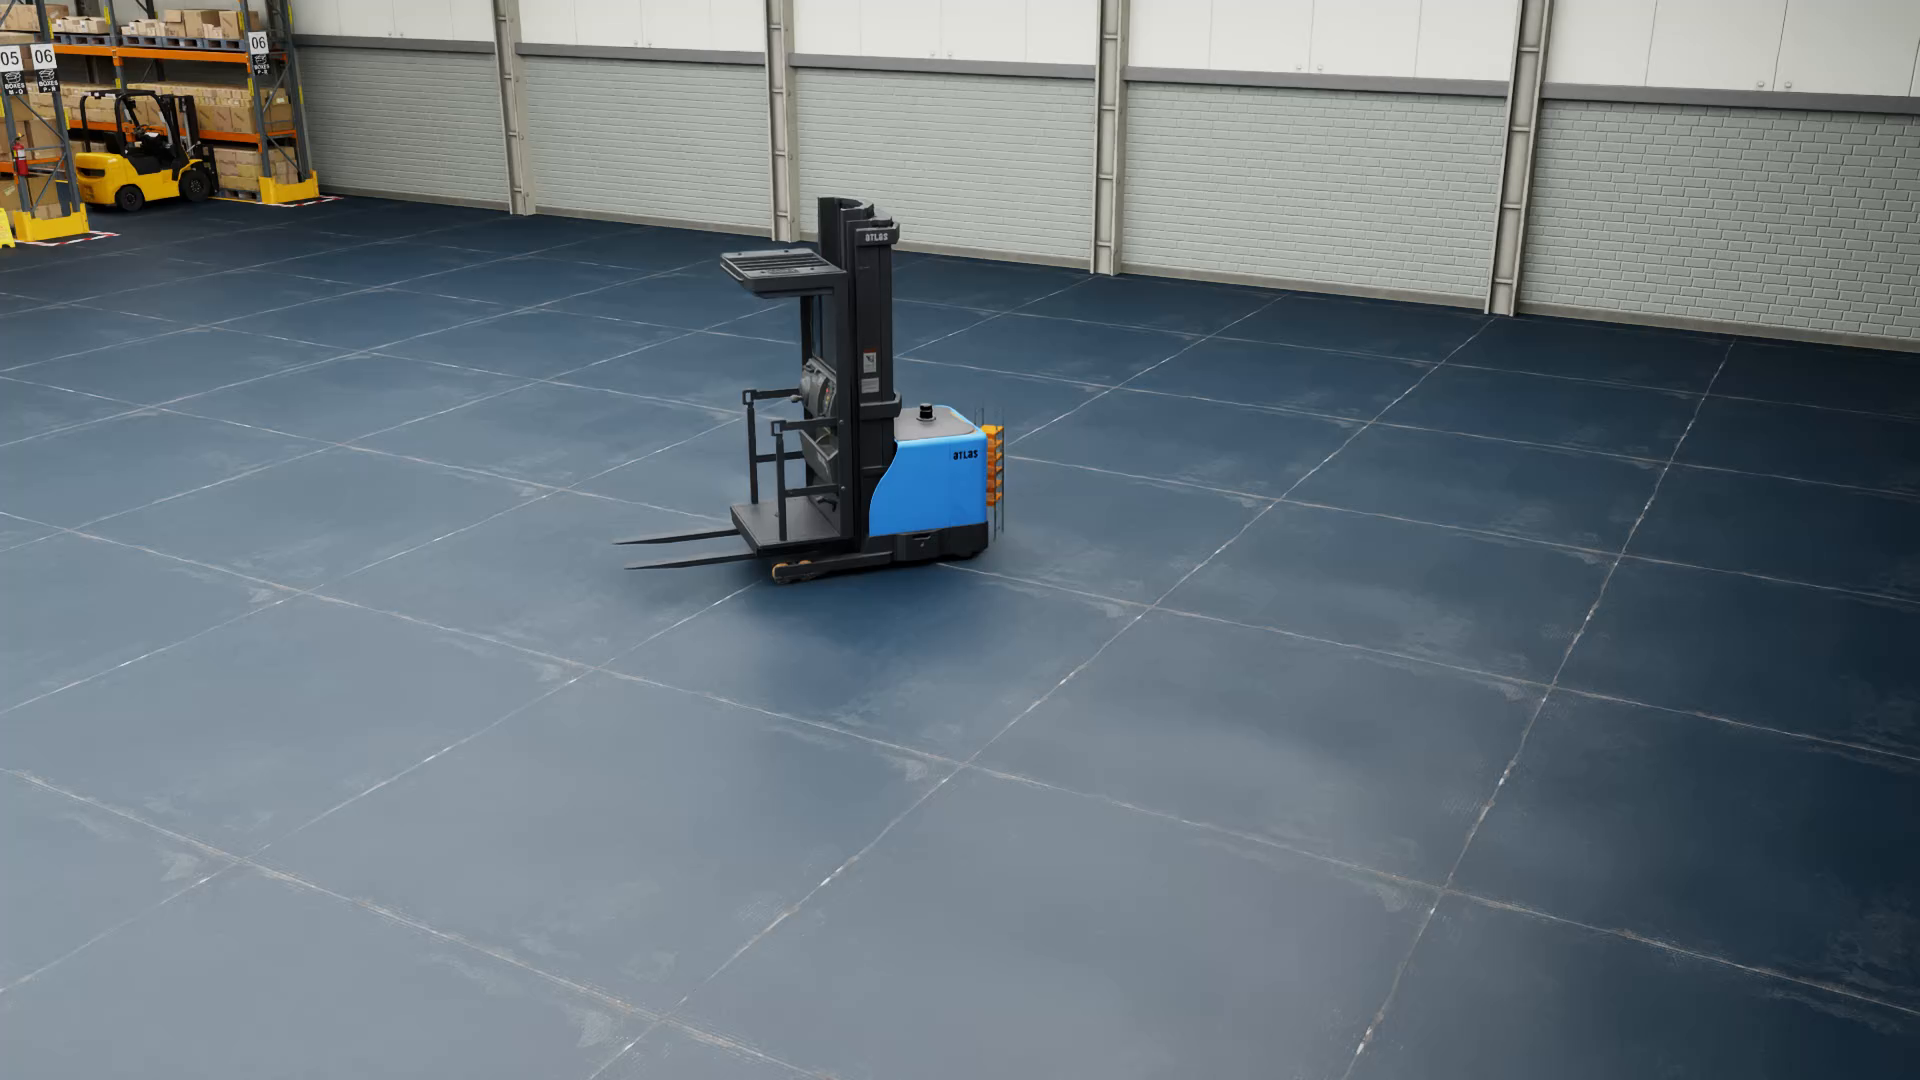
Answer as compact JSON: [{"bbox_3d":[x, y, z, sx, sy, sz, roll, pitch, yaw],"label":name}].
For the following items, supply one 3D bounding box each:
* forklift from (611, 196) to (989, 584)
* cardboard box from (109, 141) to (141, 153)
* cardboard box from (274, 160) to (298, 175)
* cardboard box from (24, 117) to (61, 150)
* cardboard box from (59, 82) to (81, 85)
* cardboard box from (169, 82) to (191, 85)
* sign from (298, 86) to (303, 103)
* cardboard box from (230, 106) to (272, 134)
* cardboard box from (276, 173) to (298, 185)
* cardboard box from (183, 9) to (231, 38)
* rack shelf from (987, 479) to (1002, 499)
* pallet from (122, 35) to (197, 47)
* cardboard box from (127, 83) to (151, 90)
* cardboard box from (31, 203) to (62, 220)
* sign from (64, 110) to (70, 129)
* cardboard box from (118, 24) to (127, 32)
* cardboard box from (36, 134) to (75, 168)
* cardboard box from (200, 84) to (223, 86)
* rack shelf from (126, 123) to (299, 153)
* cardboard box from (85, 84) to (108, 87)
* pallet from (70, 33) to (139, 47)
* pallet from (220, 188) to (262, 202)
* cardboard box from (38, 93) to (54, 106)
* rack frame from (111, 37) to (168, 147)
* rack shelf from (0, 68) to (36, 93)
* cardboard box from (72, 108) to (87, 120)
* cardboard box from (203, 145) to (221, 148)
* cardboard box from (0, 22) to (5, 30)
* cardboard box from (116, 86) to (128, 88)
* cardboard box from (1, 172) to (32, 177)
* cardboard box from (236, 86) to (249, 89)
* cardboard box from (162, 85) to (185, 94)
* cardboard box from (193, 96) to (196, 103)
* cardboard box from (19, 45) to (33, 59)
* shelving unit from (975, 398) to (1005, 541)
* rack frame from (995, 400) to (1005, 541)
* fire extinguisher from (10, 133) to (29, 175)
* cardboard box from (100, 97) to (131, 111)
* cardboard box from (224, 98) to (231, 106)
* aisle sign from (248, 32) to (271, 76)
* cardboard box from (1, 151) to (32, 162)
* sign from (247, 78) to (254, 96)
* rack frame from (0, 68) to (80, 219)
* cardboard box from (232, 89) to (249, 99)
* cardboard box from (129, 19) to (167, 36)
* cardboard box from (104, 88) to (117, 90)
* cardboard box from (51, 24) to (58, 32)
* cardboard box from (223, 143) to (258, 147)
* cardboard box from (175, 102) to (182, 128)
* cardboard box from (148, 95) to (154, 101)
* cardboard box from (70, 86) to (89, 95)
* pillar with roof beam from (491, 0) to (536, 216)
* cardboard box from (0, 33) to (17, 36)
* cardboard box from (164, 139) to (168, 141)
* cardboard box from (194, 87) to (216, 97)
[{"bbox_3d":[-1.334,-1.227,13.449,3.031,2.935,1.130,-7,21,-19],"label":"forklift"},{"bbox_3d":[-17.238,-7.996,34.875,0.625,0.625,0.875,12,23,30],"label":"cardboard box"},{"bbox_3d":[-13.594,-7.446,33.176,0.500,0.250,0.500,11,23,28],"label":"cardboard box"},{"bbox_3d":[-15.981,-7.036,28.779,0.500,0.500,0.500,10,22,26],"label":"cardboard box"},{"bbox_3d":[-19.159,-9.763,35.782,0.250,0.149,0.380,10,22,26],"label":"cardboard box"},{"bbox_3d":[-15.915,-9.266,33.975,0.250,0.149,0.380,11,22,27],"label":"cardboard box"},{"bbox_3d":[-13.009,-8.774,32.769,0.005,0.325,0.100,11,23,27],"label":"sign"},{"bbox_3d":[-13.843,-8.217,32.471,0.500,0.500,0.500,10,22,26],"label":"cardboard box"},{"bbox_3d":[-13.619,-7.211,33.261,0.500,0.250,0.500,11,23,28],"label":"cardboard box"},{"bbox_3d":[-14.636,-10.069,32.415,0.500,0.500,0.700,11,23,28],"label":"cardboard box"},{"bbox_3d":[0.251,-0.447,14.321,0.180,0.103,0.258,6,21,17],"label":"rack shelf"},{"bbox_3d":[-16.020,-10.065,33.445,1.213,0.211,1.003,11,23,27],"label":"pallet"},{"bbox_3d":[-16.644,-9.182,33.744,0.250,0.149,0.380,11,23,28],"label":"cardboard box"},{"bbox_3d":[-16.272,-5.809,29.397,0.500,0.250,0.500,11,22,27],"label":"cardboard box"},{"bbox_3d":[-15.438,-7.256,28.700,0.005,0.325,0.100,11,23,27],"label":"sign"},{"bbox_3d":[-17.422,-10.567,34.305,0.250,0.149,0.380,11,23,27],"label":"cardboard box"},{"bbox_3d":[-19.731,-8.470,36.182,0.625,0.625,0.875,12,23,29],"label":"cardboard box"},{"bbox_3d":[-15.043,-9.086,33.480,0.250,0.149,0.380,12,23,29],"label":"cardboard box"},{"bbox_3d":[-15.031,-8.160,33.517,4.000,0.370,1.077,11,23,27],"label":"rack shelf"},{"bbox_3d":[-18.288,-9.573,35.258,0.250,0.149,0.380,11,23,28],"label":"cardboard box"},{"bbox_3d":[-17.554,-10.294,34.226,1.217,0.209,0.805,10,22,25],"label":"pallet"},{"bbox_3d":[-13.973,-6.970,33.270,1.213,0.211,1.003,11,23,27],"label":"pallet"},{"bbox_3d":[-19.116,-9.338,35.197,0.500,0.250,0.500,10,22,26],"label":"cardboard box"},{"bbox_3d":[-16.777,-8.831,34.312,0.127,3.000,1.000,11,23,27],"label":"rack frame"},{"bbox_3d":[-17.449,-8.092,28.931,4.000,0.370,1.077,11,23,27],"label":"rack shelf"},{"bbox_3d":[-18.205,-8.940,34.832,0.500,0.250,0.500,11,23,28],"label":"cardboard box"},{"bbox_3d":[-15.172,-7.775,33.351,0.500,0.250,0.500,10,22,26],"label":"cardboard box"},{"bbox_3d":[-20.113,-10.893,35.176,0.250,0.166,0.380,11,23,27],"label":"cardboard box"},{"bbox_3d":[-17.406,-9.407,34.802,0.250,0.149,0.380,11,23,27],"label":"cardboard box"},{"bbox_3d":[-16.752,-6.251,29.515,0.500,0.500,0.500,10,22,25],"label":"cardboard box"},{"bbox_3d":[-14.132,-8.916,33.012,0.250,0.149,0.380,11,23,28],"label":"cardboard box"},{"bbox_3d":[-15.730,-9.017,33.289,0.250,0.149,0.380,10,22,26],"label":"cardboard box"},{"bbox_3d":[-15.030,-8.766,33.036,0.250,0.149,0.380,11,22,27],"label":"cardboard box"},{"bbox_3d":[-16.012,-8.330,28.315,0.500,0.250,0.500,10,22,26],"label":"cardboard box"},{"bbox_3d":[0.251,-0.602,14.265,0.189,1.200,0.258,6,21,17],"label":"shelving unit"},{"bbox_3d":[0.338,-0.592,14.238,0.006,1.200,0.240,6,21,17],"label":"rack frame"},{"bbox_3d":[-15.827,-6.495,27.985,0.183,0.674,0.296,11,23,27],"label":"fire extinguisher"},{"bbox_3d":[-17.331,-9.001,34.267,0.500,0.250,0.500,10,22,26],"label":"cardboard box"},{"bbox_3d":[-14.159,-8.587,32.541,0.250,0.149,0.380,11,23,28],"label":"cardboard box"},{"bbox_3d":[-13.371,-9.290,31.763,0.004,0.787,0.394,11,23,27],"label":"aisle sign"},{"bbox_3d":[-16.133,-6.568,28.441,0.250,0.149,0.380,12,23,29],"label":"cardboard box"},{"bbox_3d":[-13.562,-8.662,31.801,0.005,0.325,0.100,11,23,27],"label":"sign"},{"bbox_3d":[-15.703,-6.688,28.402,0.127,3.000,1.000,11,23,27],"label":"rack frame"},{"bbox_3d":[-13.931,-8.686,32.378,0.250,0.149,0.380,11,23,27],"label":"cardboard box"},{"bbox_3d":[-16.170,-10.233,33.145,0.500,0.311,0.500,11,23,28],"label":"cardboard box"},{"bbox_3d":[-17.418,-9.211,34.262,0.250,0.149,0.380,10,22,27],"label":"cardboard box"},{"bbox_3d":[-18.559,-10.588,34.363,0.250,0.149,0.380,10,22,27],"label":"cardboard box"},{"bbox_3d":[-14.482,-7.845,33.544,0.500,0.250,0.500,11,22,27],"label":"cardboard box"},{"bbox_3d":[-15.612,-8.561,33.420,0.500,0.500,0.500,11,22,27],"label":"cardboard box"},{"bbox_3d":[-16.159,-8.974,33.608,0.250,0.149,0.380,11,23,27],"label":"cardboard box"},{"bbox_3d":[-18.314,-9.377,34.720,0.250,0.149,0.380,11,23,28],"label":"cardboard box"},{"bbox_3d":[-10.315,-9.091,26.230,0.400,9.000,9.100,11,23,27],"label":"pillar with roof beam"},{"bbox_3d":[-16.141,-8.511,28.231,0.250,0.149,0.380,11,23,27],"label":"cardboard box"},{"bbox_3d":[-16.253,-8.182,34.472,0.500,0.250,0.500,11,23,28],"label":"cardboard box"},{"bbox_3d":[-14.864,-8.837,32.794,0.250,0.149,0.380,11,23,28],"label":"cardboard box"}]
